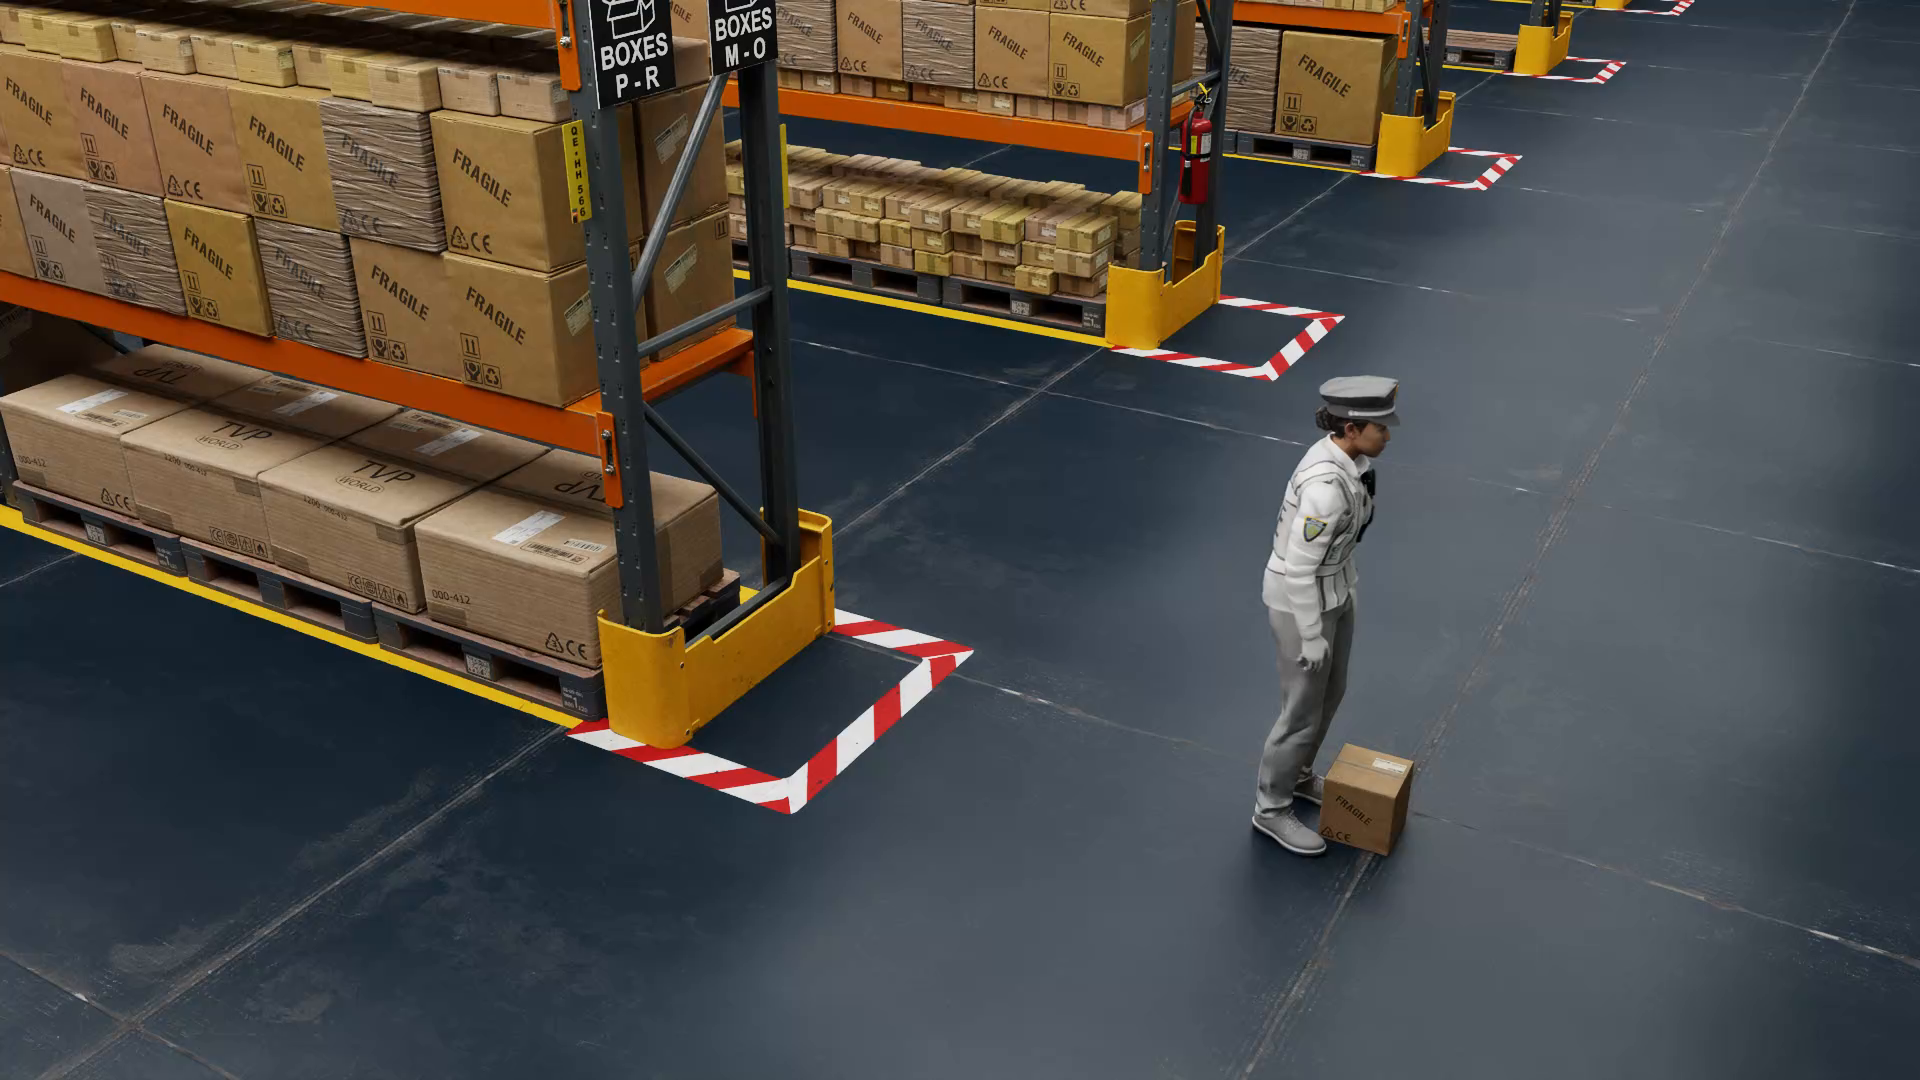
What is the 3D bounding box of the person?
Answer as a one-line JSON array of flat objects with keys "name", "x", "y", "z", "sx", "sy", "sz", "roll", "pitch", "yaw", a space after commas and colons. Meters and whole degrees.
[{"name": "person", "x": 1.224, "y": 0.228, "z": 5.655, "sx": 0.369, "sy": 1.667, "sz": 0.546, "roll": 13, "pitch": 29, "yaw": 24}]
